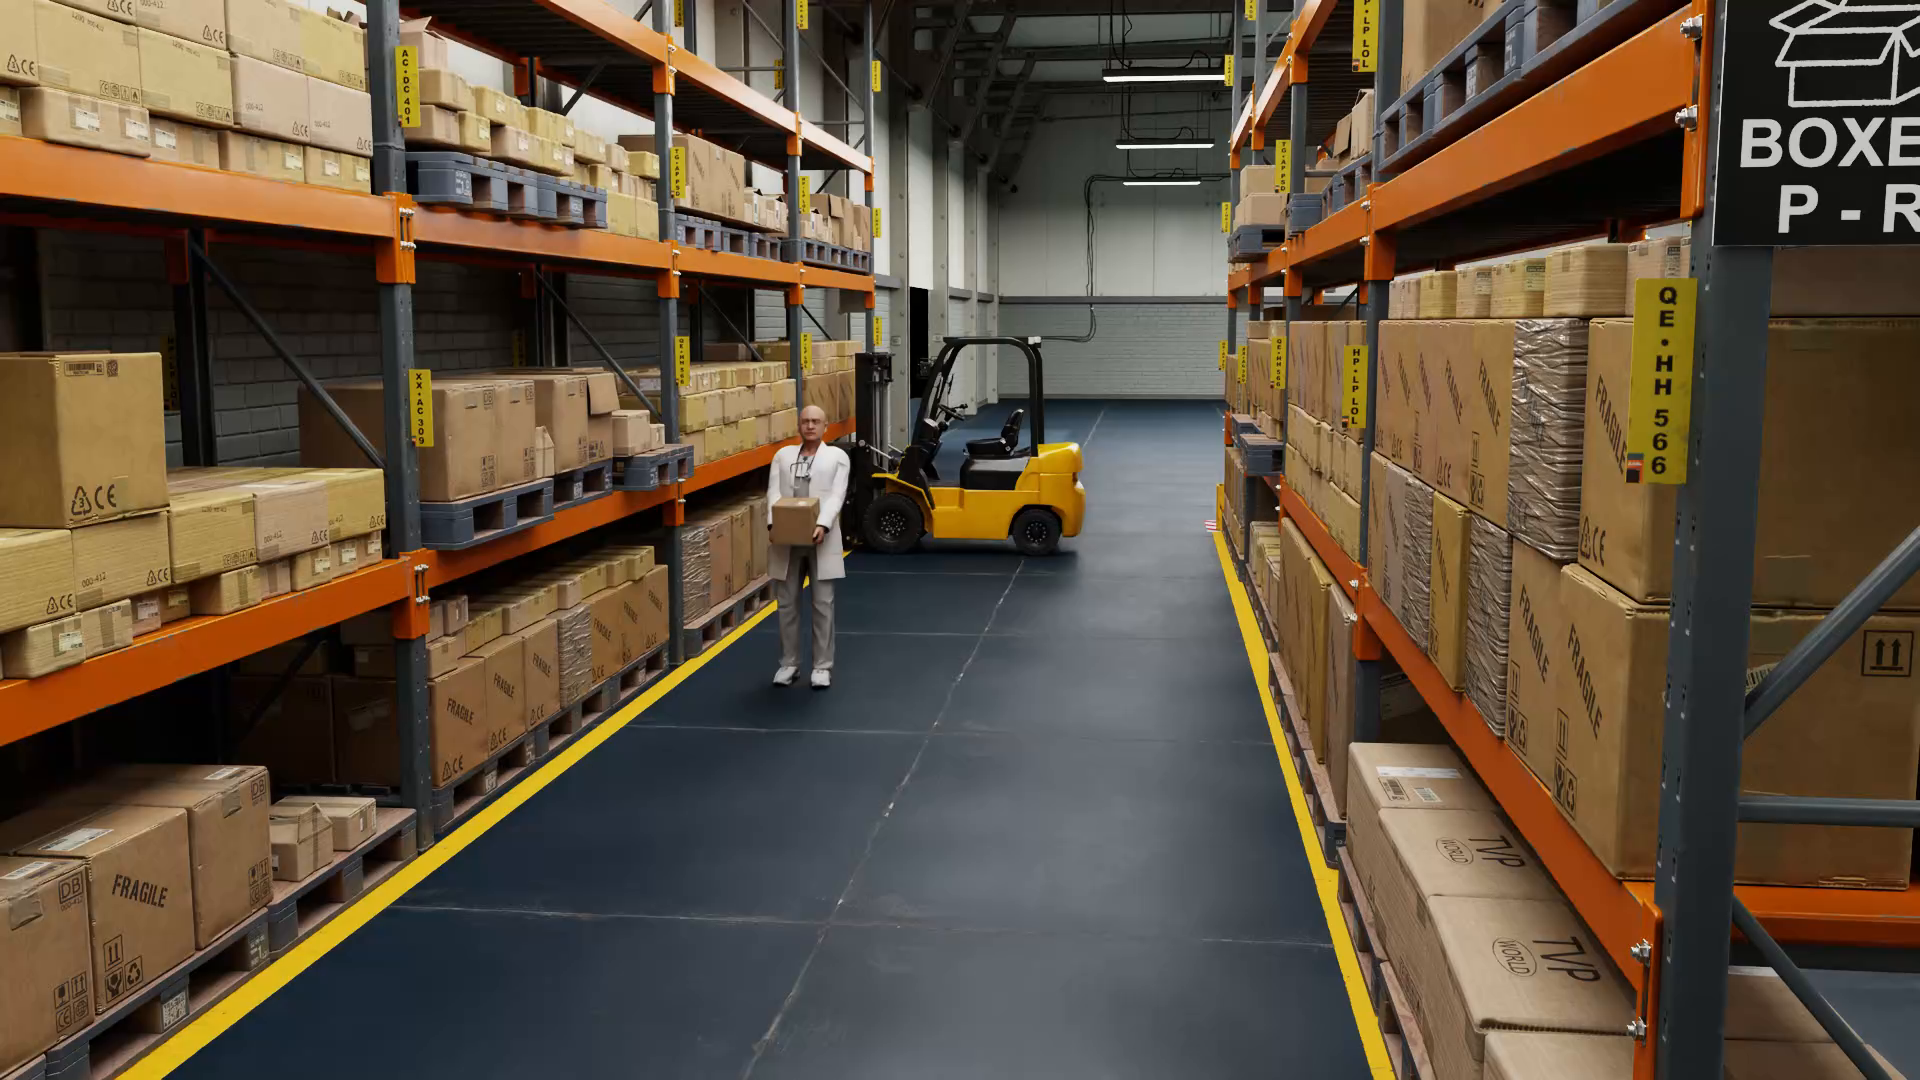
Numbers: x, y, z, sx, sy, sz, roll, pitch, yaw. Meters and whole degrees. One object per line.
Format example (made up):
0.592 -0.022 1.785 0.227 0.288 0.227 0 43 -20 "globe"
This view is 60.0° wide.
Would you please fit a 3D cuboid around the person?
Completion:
-0.982 0.043 10.534 0.530 1.769 0.563 1 8 8 "person"
